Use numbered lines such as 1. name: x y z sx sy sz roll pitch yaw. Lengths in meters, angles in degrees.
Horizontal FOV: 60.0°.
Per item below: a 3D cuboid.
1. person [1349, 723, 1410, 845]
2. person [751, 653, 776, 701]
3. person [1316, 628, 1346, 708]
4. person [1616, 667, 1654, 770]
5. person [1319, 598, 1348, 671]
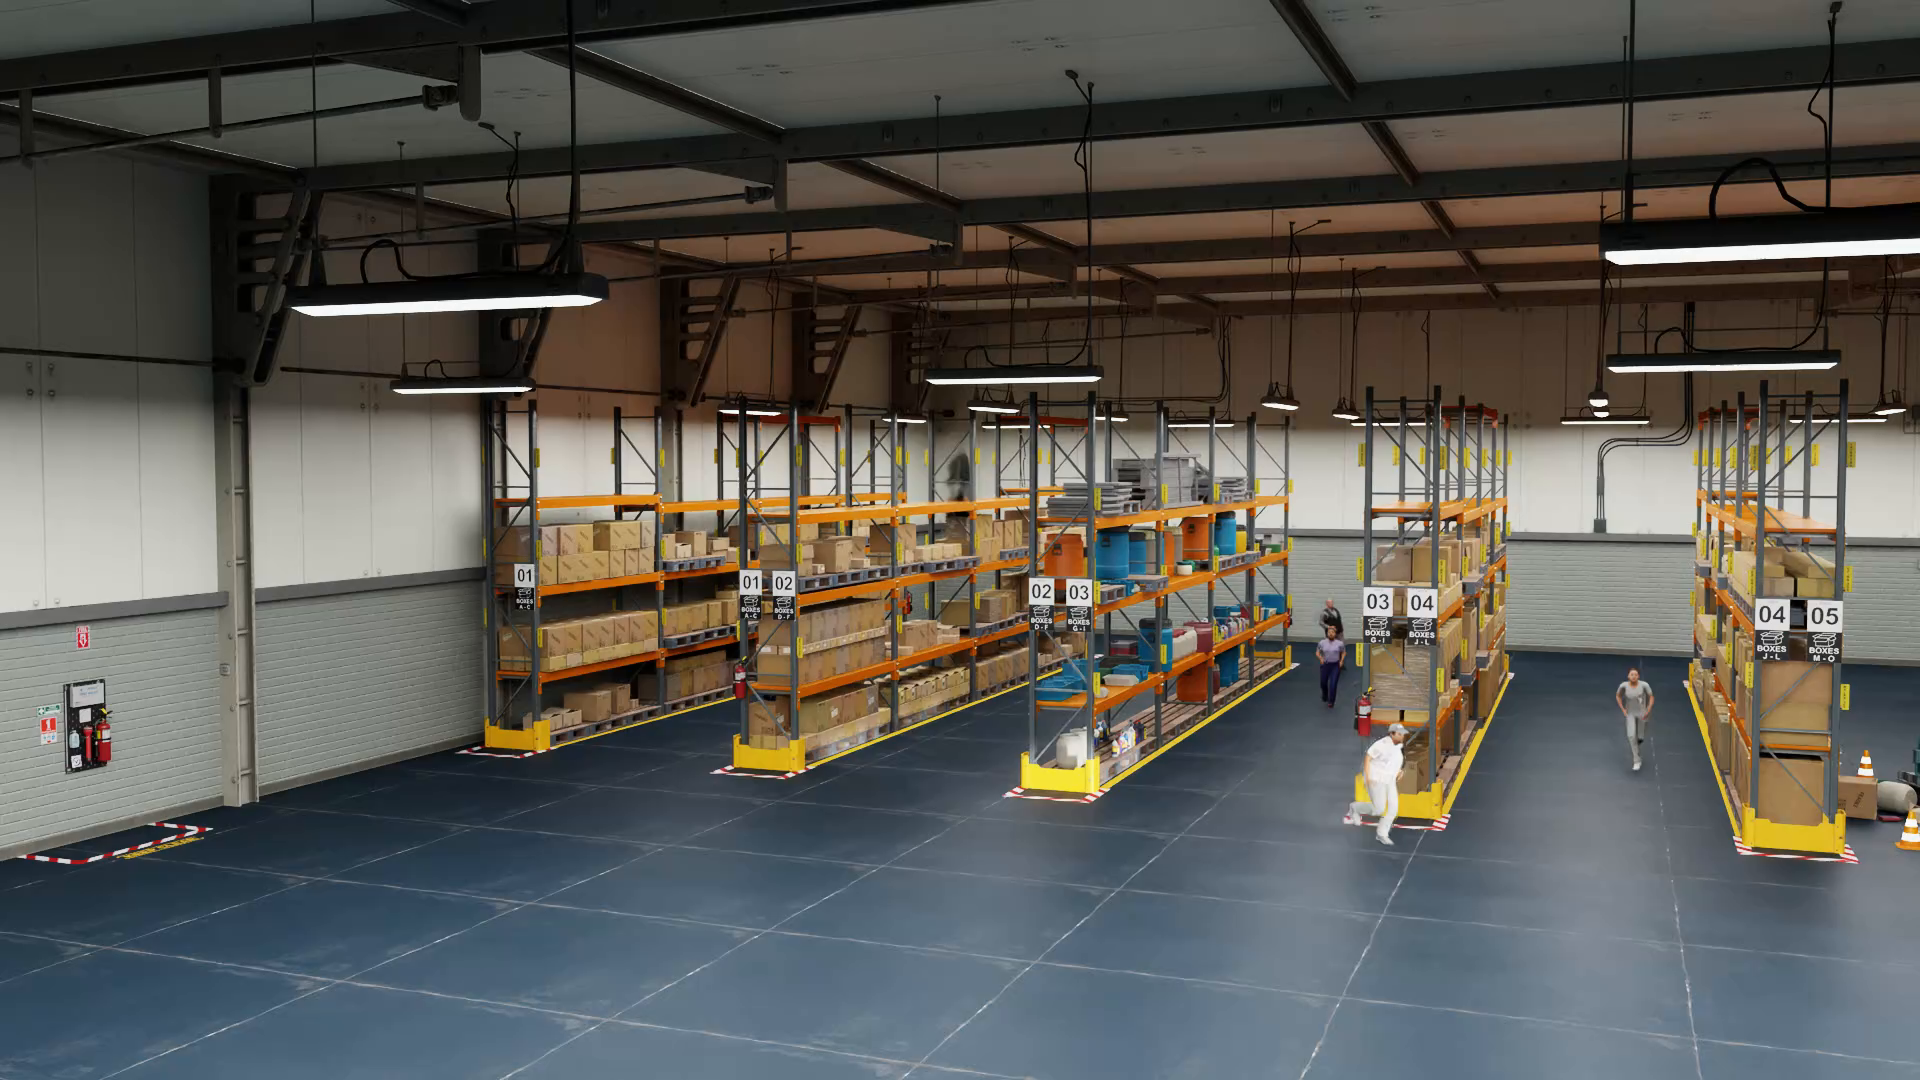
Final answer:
1. person: 5.491 3.160 21.737 0.604 1.613 0.856 -3 4 -43
2. person: -3.734 2.693 31.959 0.568 1.436 0.868 0 3 2
3. person: 7.458 2.563 33.422 0.595 1.583 0.560 1 3 13
4. person: 10.985 2.872 27.088 0.568 1.656 0.911 1 3 19
5. person: 8.827 2.232 39.403 0.679 1.700 0.702 -1 3 -19
